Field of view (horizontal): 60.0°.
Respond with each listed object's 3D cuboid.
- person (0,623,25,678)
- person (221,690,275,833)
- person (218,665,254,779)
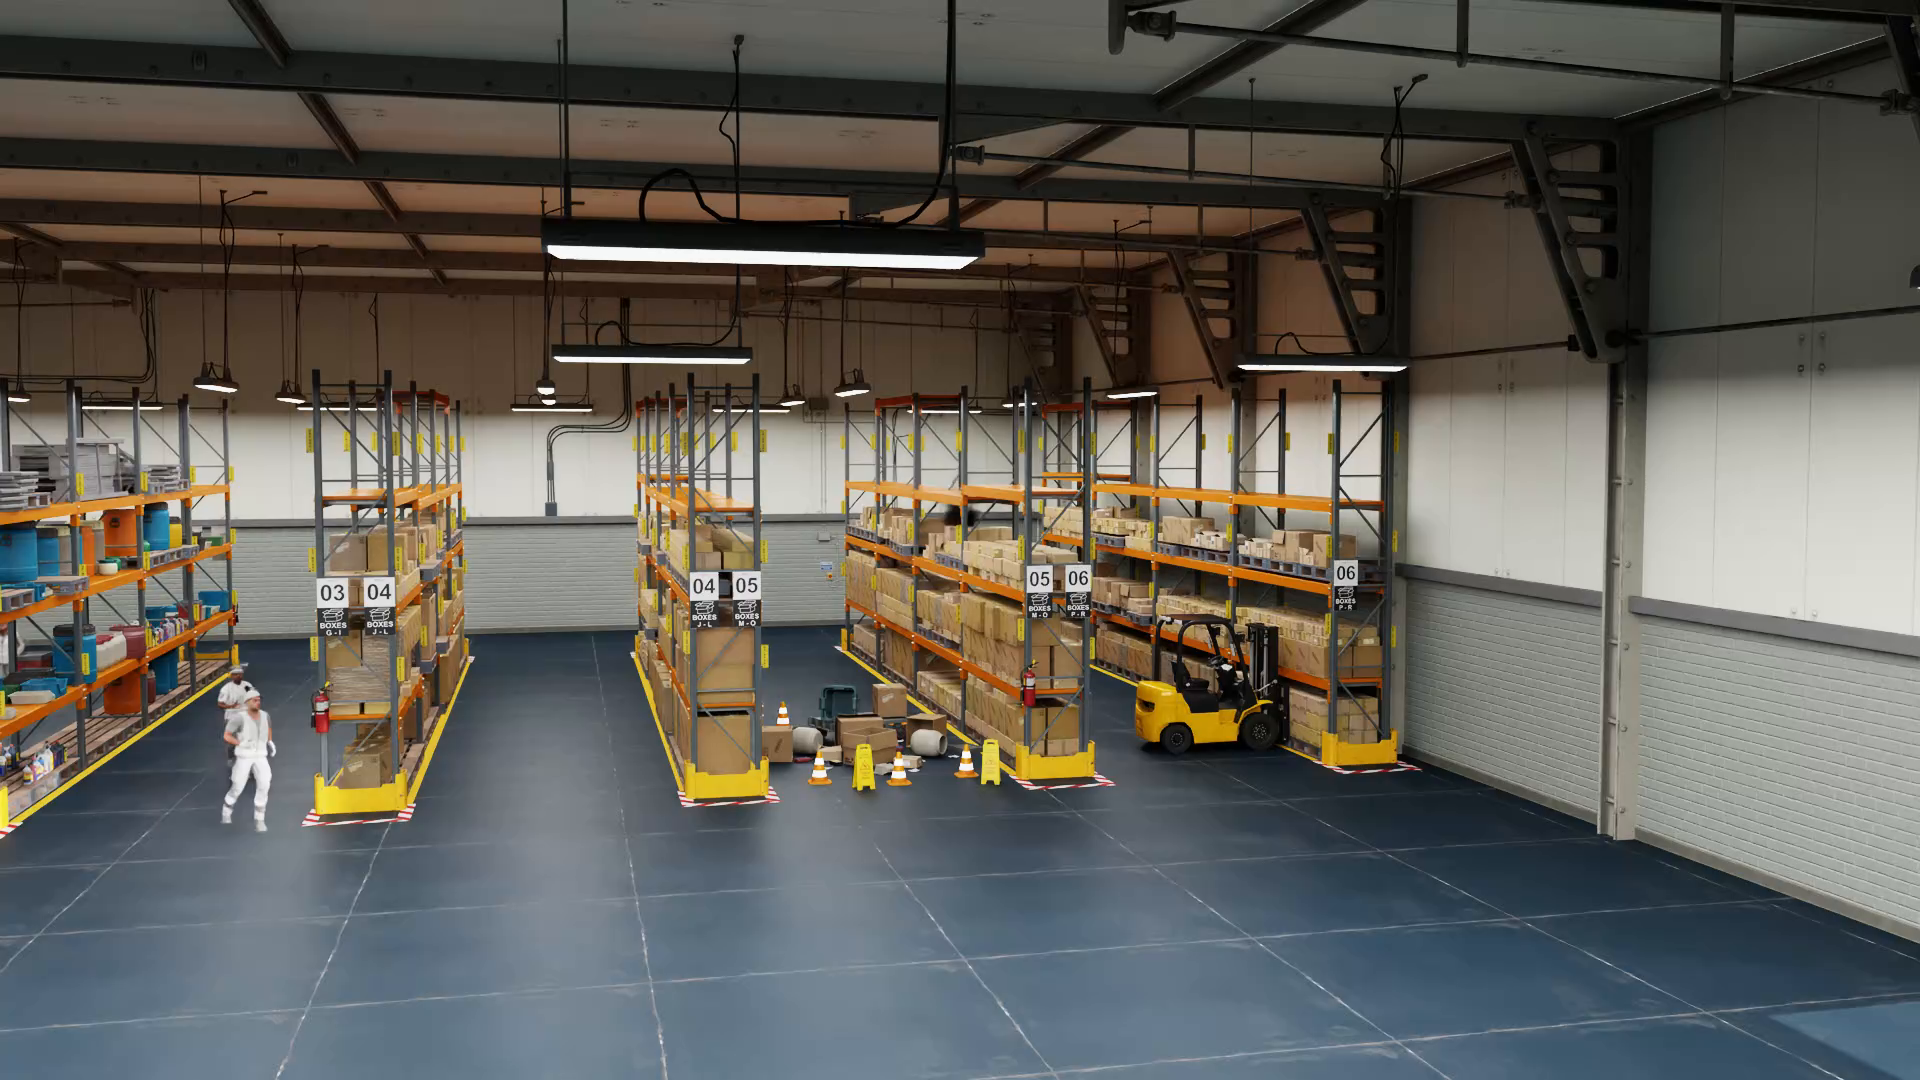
[{"bbox_3d":[-18.086,2.312,31.465,0.635,1.727,0.564,-1,3,-18],"label":"person"},{"bbox_3d":[-9.238,2.869,21.696,0.812,1.829,0.717,3,4,41],"label":"person"},{"bbox_3d":[-10.844,2.700,24.996,0.581,1.671,0.929,-2,4,-30],"label":"person"}]
